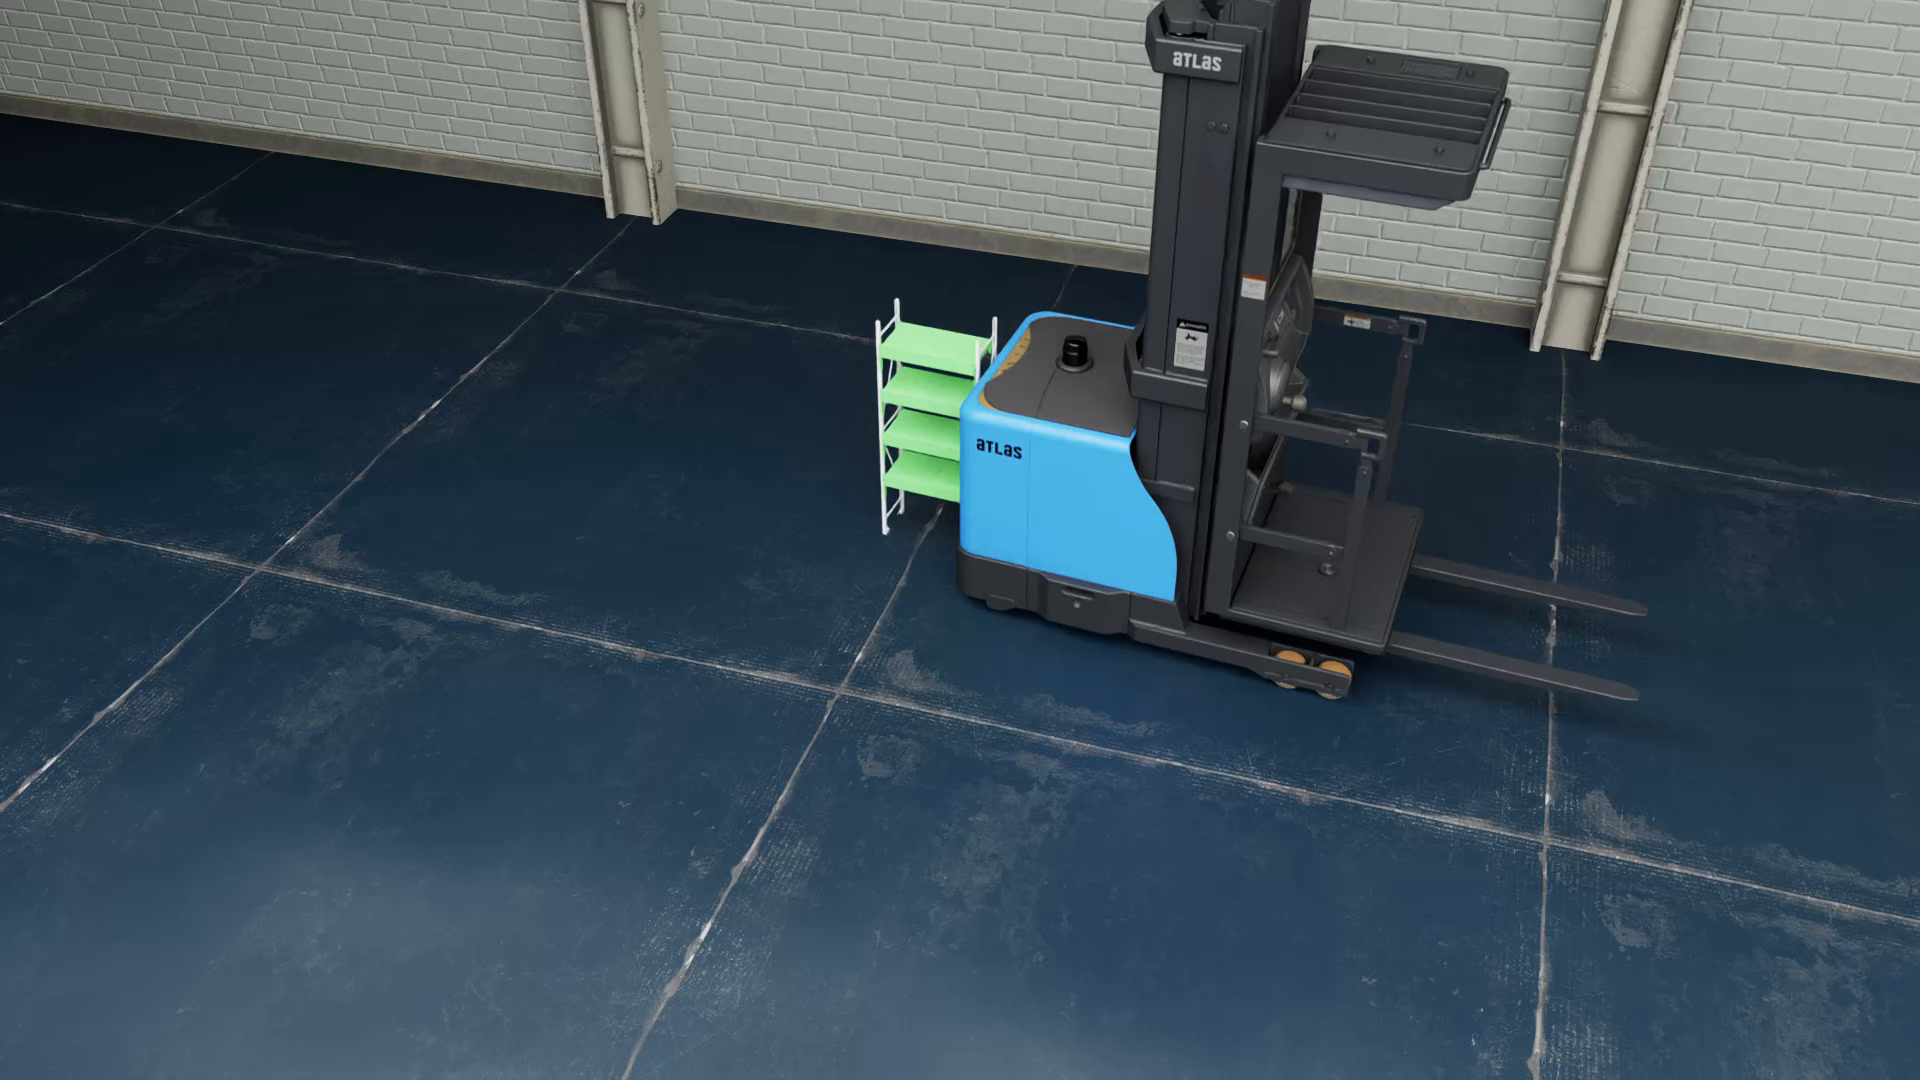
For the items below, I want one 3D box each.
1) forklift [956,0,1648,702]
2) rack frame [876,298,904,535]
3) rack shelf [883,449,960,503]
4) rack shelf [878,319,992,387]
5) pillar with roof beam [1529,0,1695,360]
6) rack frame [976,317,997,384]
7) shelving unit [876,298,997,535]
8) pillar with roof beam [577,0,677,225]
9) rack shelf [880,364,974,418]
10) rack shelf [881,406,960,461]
[{"bbox_3d":[1.554,-0.841,6.920,3.031,2.935,1.130,13,38,17],"label":"forklift"},{"bbox_3d":[-0.334,-0.577,8.022,0.015,1.200,0.240,13,38,17],"label":"rack frame"},{"bbox_3d":[-0.107,-0.280,8.130,0.480,0.148,0.258,13,38,17],"label":"rack shelf"},{"bbox_3d":[-0.107,-0.859,7.703,0.480,0.148,0.258,13,38,17],"label":"rack shelf"},{"bbox_3d":[2.294,-2.353,3.856,0.400,9.000,9.100,10,38,14],"label":"pillar with roof beam"},{"bbox_3d":[0.120,-0.471,7.878,0.015,1.200,0.240,13,38,17],"label":"rack frame"},{"bbox_3d":[-0.107,-0.524,7.950,0.503,1.200,0.258,13,38,17],"label":"shelving unit"},{"bbox_3d":[-3.433,-3.414,5.297,0.400,9.000,9.100,10,38,14],"label":"pillar with roof beam"},{"bbox_3d":[-0.107,-0.666,7.846,0.480,0.148,0.258,13,38,17],"label":"rack shelf"},{"bbox_3d":[-0.107,-0.473,7.988,0.480,0.148,0.258,13,38,17],"label":"rack shelf"}]
